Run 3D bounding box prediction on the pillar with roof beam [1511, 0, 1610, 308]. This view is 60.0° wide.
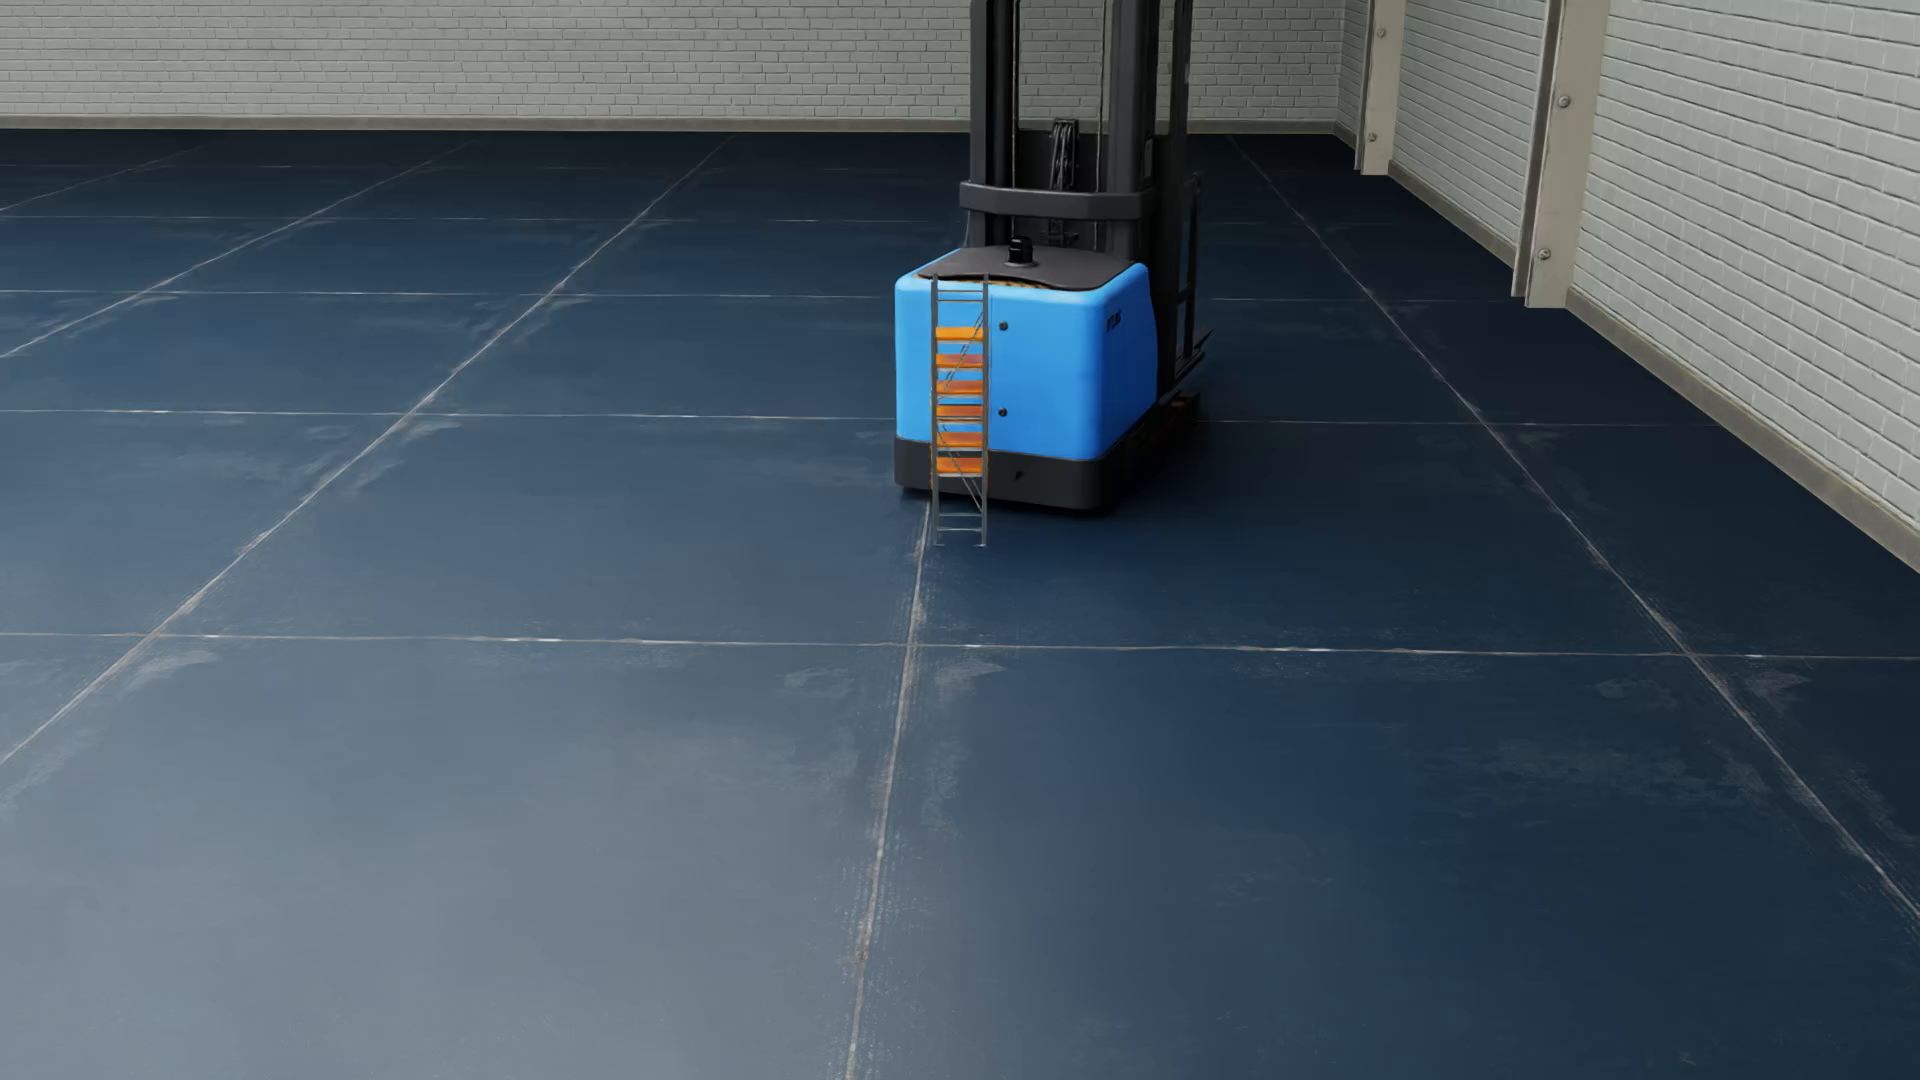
[{"bbox_3d":[-0.137,-5.957,10.442,9.100,9.000,0.400,1,21,2],"label":"pillar with roof beam"}]

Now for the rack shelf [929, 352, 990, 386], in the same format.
[{"bbox_3d":[0.000,-0.747,7.255,0.258,0.103,0.180,1,21,2],"label":"rack shelf"}]

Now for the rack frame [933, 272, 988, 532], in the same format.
[{"bbox_3d":[0.003,-0.598,7.411,0.240,1.200,0.006,1,21,2],"label":"rack frame"}]

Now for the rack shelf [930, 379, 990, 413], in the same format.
[{"bbox_3d":[0.000,-0.635,7.298,0.258,0.103,0.180,1,21,2],"label":"rack shelf"}]

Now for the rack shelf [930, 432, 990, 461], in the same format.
[{"bbox_3d":[0.000,-0.411,7.385,0.258,0.103,0.180,1,21,2],"label":"rack shelf"}]

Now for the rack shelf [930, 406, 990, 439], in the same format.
[{"bbox_3d":[0.000,-0.523,7.341,0.258,0.103,0.180,1,21,2],"label":"rack shelf"}]

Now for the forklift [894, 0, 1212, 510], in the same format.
[{"bbox_3d":[0.691,-2.006,8.646,1.130,2.935,3.031,8,23,20],"label":"forklift"}]

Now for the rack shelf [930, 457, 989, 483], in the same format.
[{"bbox_3d":[0.000,-0.299,7.428,0.258,0.103,0.180,1,21,2],"label":"rack shelf"}]

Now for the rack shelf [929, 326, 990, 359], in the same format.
[{"bbox_3d":[0.000,-0.859,7.211,0.258,0.103,0.180,1,21,2],"label":"rack shelf"}]

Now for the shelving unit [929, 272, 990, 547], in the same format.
[{"bbox_3d":[0.000,-0.565,7.325,0.258,1.200,0.189,1,21,2],"label":"shelving unit"}]

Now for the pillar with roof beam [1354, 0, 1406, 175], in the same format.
[{"bbox_3d":[0.046,-8.126,16.033,9.100,9.000,0.400,1,21,2],"label":"pillar with roof beam"}]

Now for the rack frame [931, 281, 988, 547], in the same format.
[{"bbox_3d":[-0.002,-0.532,7.240,0.240,1.200,0.006,1,21,2],"label":"rack frame"}]
